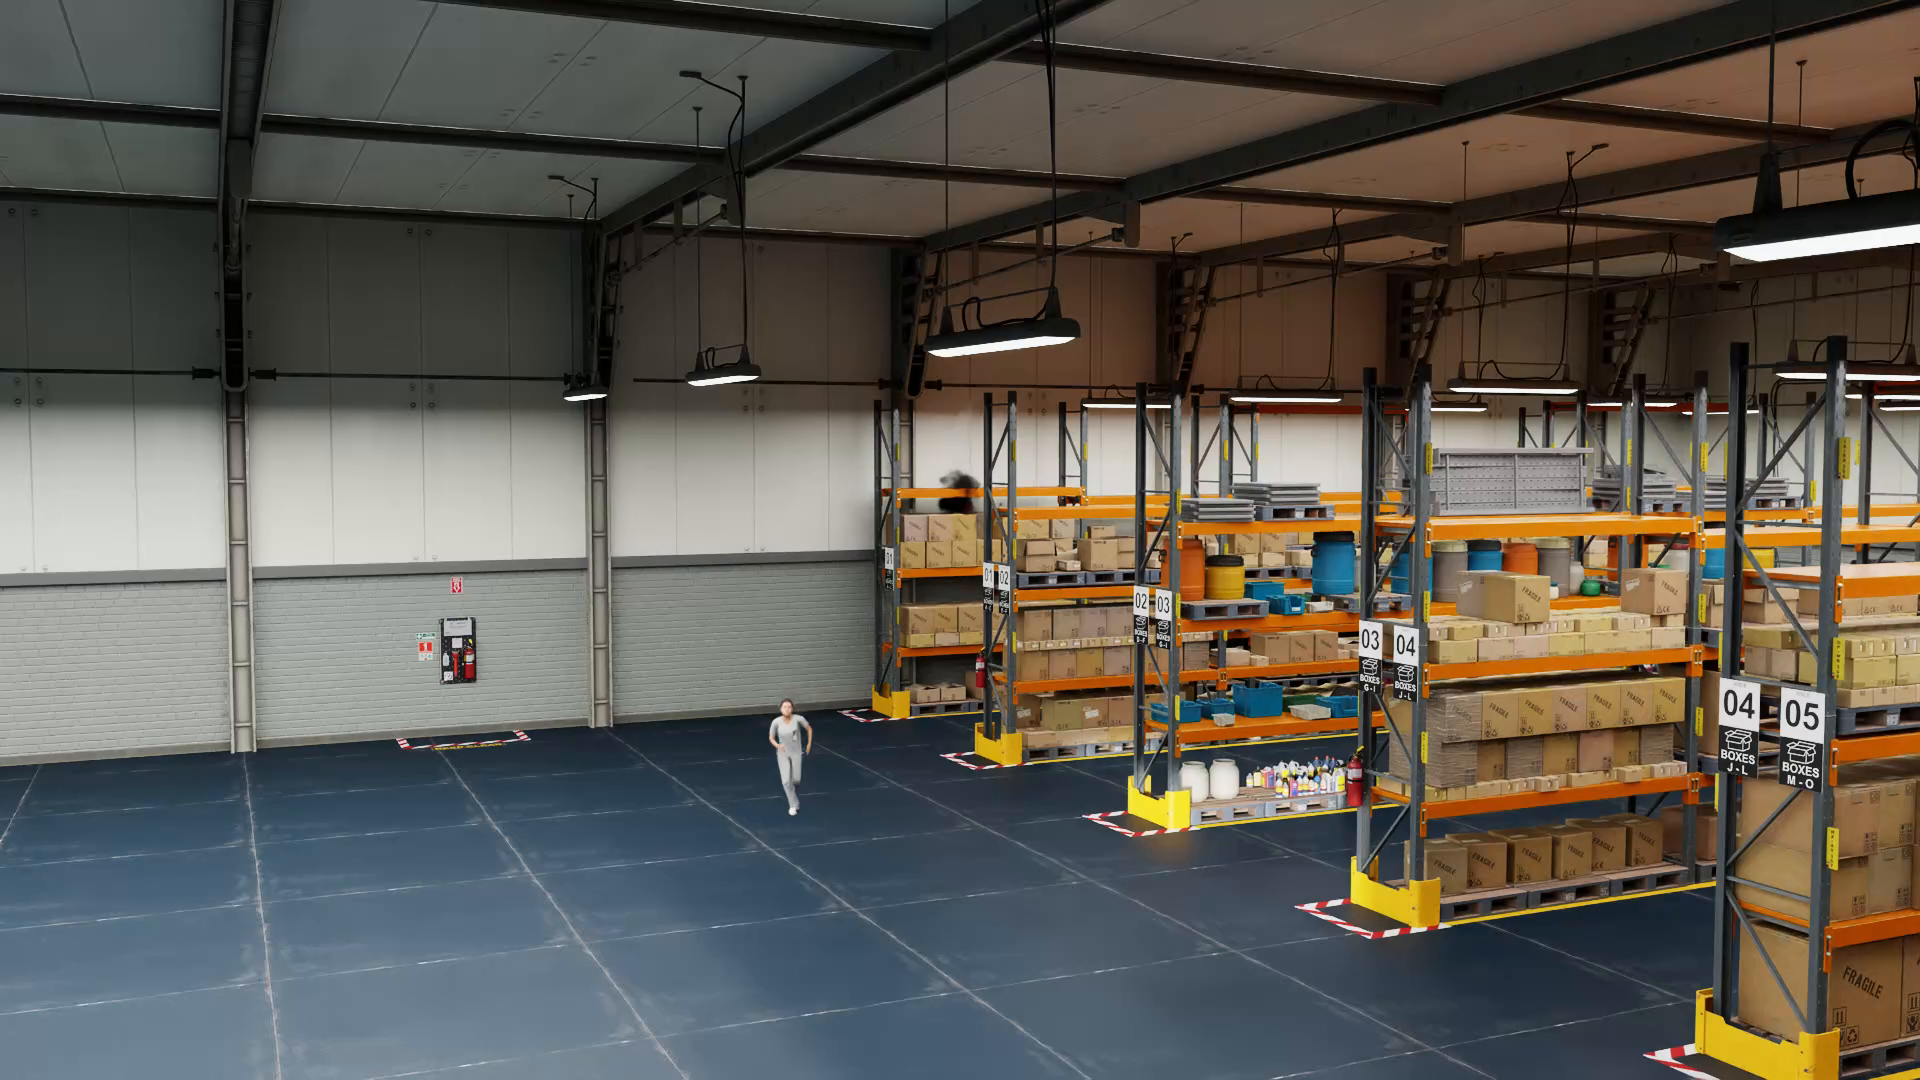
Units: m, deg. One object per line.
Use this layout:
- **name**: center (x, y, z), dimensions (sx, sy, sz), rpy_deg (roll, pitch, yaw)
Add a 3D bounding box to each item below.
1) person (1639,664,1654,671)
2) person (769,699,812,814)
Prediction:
- **person**: center (12.054, 2.627, 29.537), dimensions (0.836, 1.716, 0.533), rpy_deg (-2, 4, -32)
- **person**: center (-2.367, 3.023, 23.248), dimensions (0.601, 1.614, 0.609), rpy_deg (0, 3, -6)
